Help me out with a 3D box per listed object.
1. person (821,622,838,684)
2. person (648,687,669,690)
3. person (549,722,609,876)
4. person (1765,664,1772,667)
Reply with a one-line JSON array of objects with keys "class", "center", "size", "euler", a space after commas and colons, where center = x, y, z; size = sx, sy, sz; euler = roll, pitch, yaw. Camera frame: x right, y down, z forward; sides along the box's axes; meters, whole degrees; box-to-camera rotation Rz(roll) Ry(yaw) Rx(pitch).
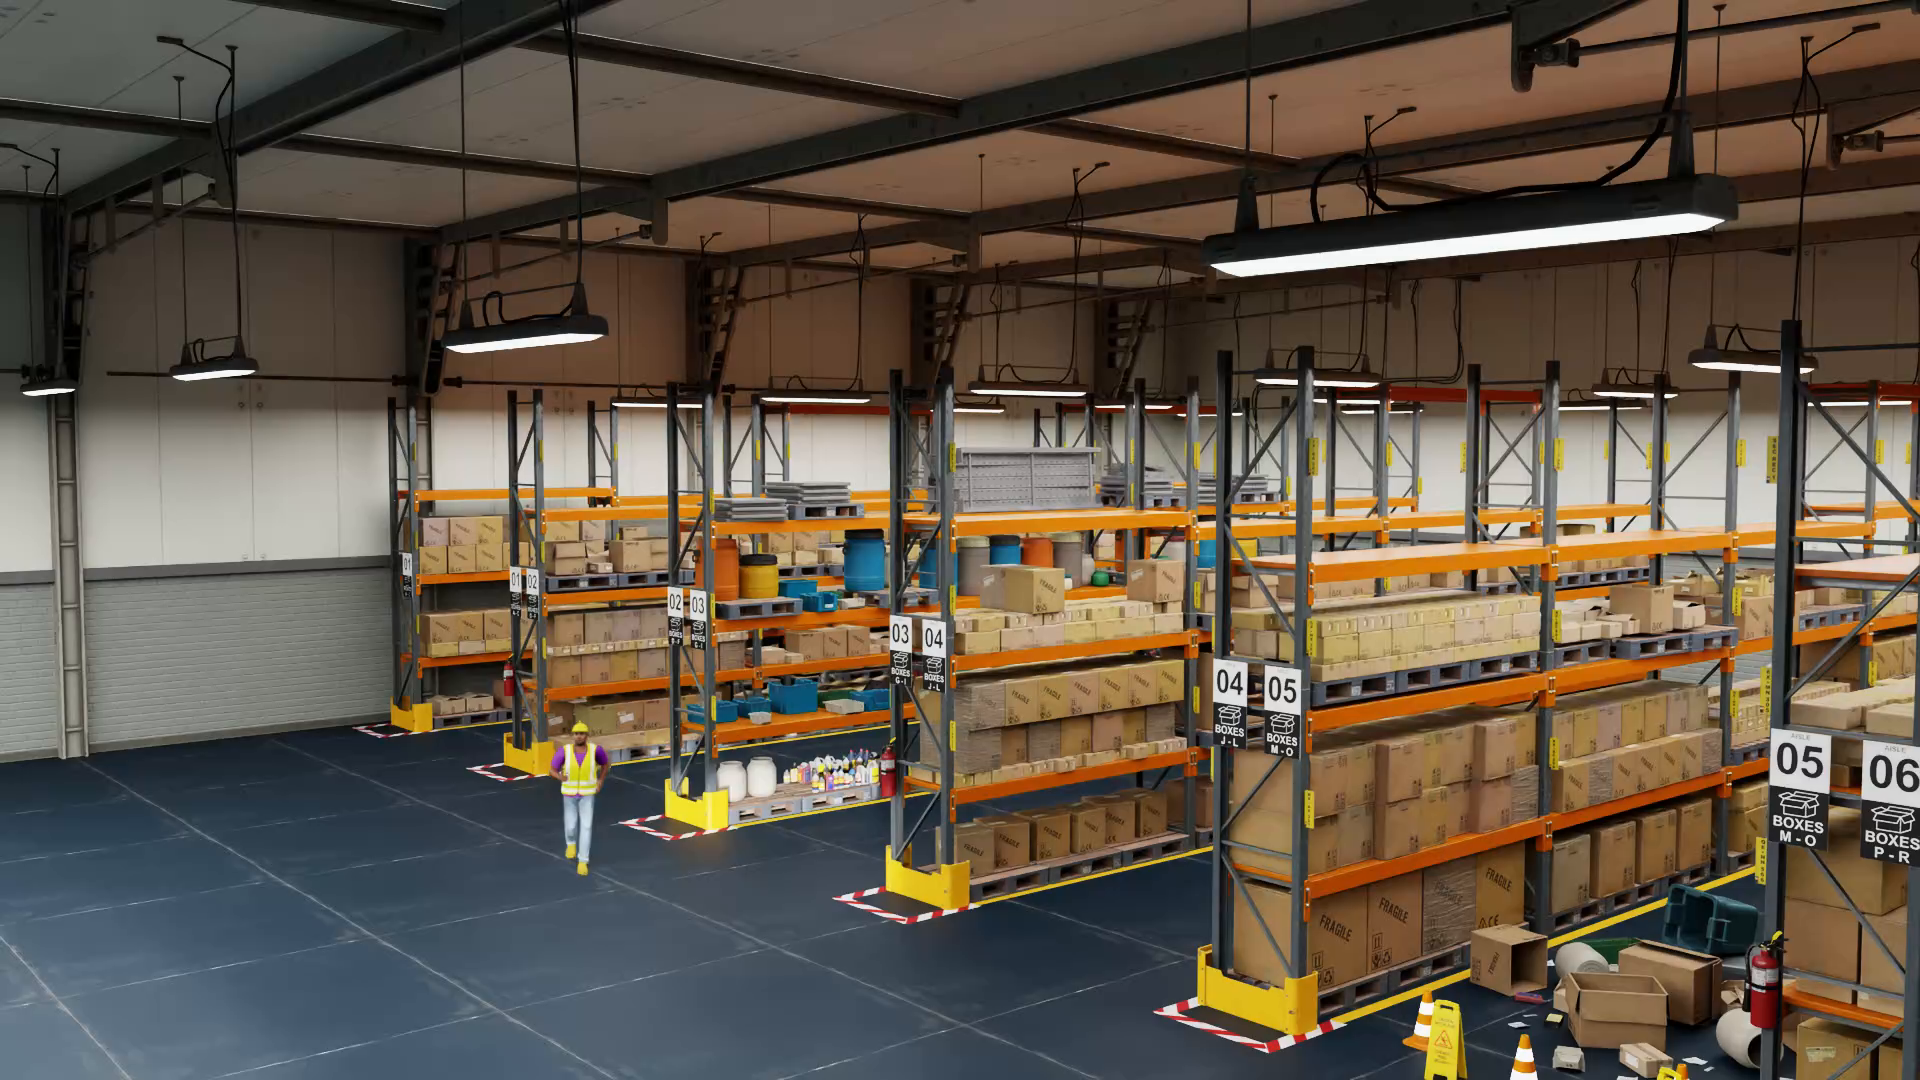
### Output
[{"class": "person", "center": [-2.618, 2.335, 33.043], "size": [0.707, 1.744, 0.976], "euler": [3, 5, 43]}, {"class": "person", "center": [-5.428, 2.513, 29.959], "size": [0.663, 1.836, 0.857], "euler": [3, 5, 42]}, {"class": "person", "center": [-4.630, 3.101, 20.207], "size": [0.706, 1.785, 0.874], "euler": [-1, 3, -9]}, {"class": "person", "center": [12.548, 2.797, 25.621], "size": [0.766, 1.786, 0.691], "euler": [-2, 4, -35]}]
